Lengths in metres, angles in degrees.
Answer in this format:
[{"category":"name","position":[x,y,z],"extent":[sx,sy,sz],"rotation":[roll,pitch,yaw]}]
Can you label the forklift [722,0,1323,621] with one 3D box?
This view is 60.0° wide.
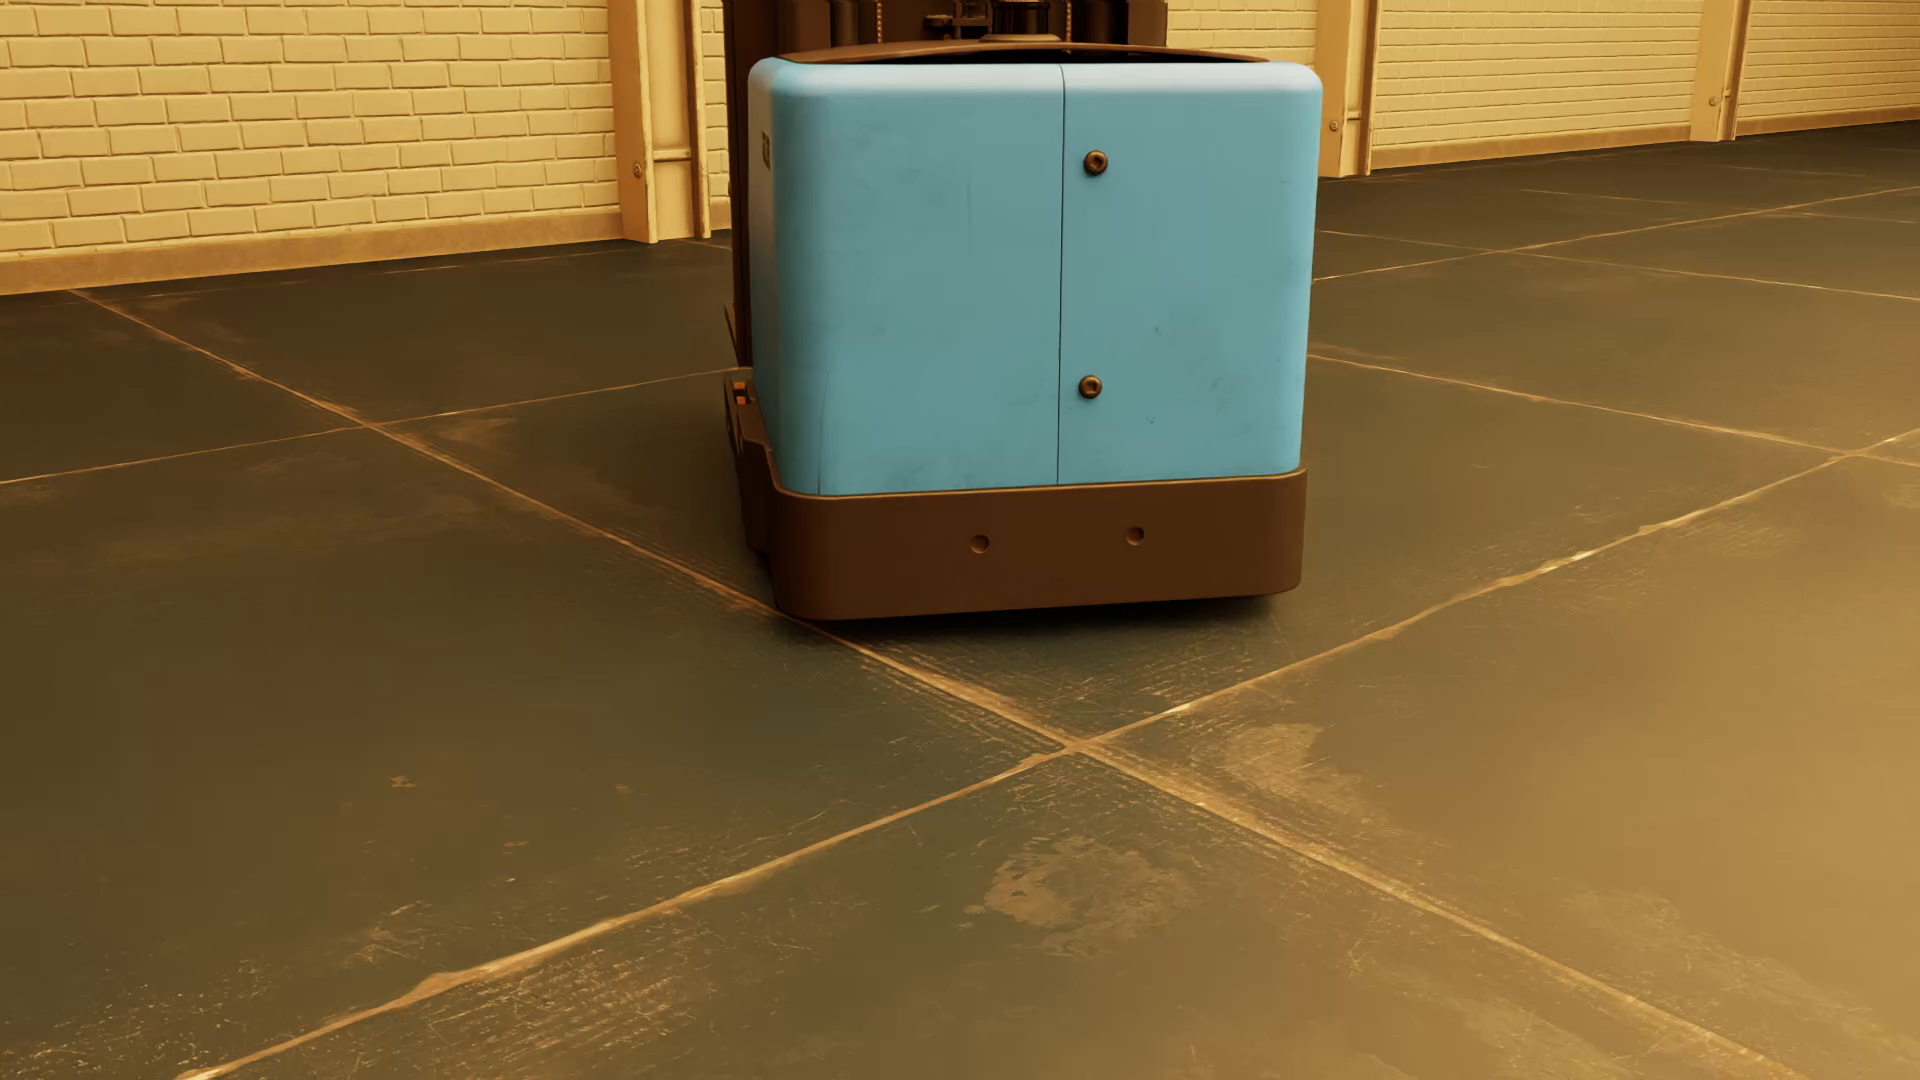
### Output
[{"category":"forklift","position":[-0.075,-1.645,4.198],"extent":[1.130,2.935,3.031],"rotation":[-3,18,-9]}]
